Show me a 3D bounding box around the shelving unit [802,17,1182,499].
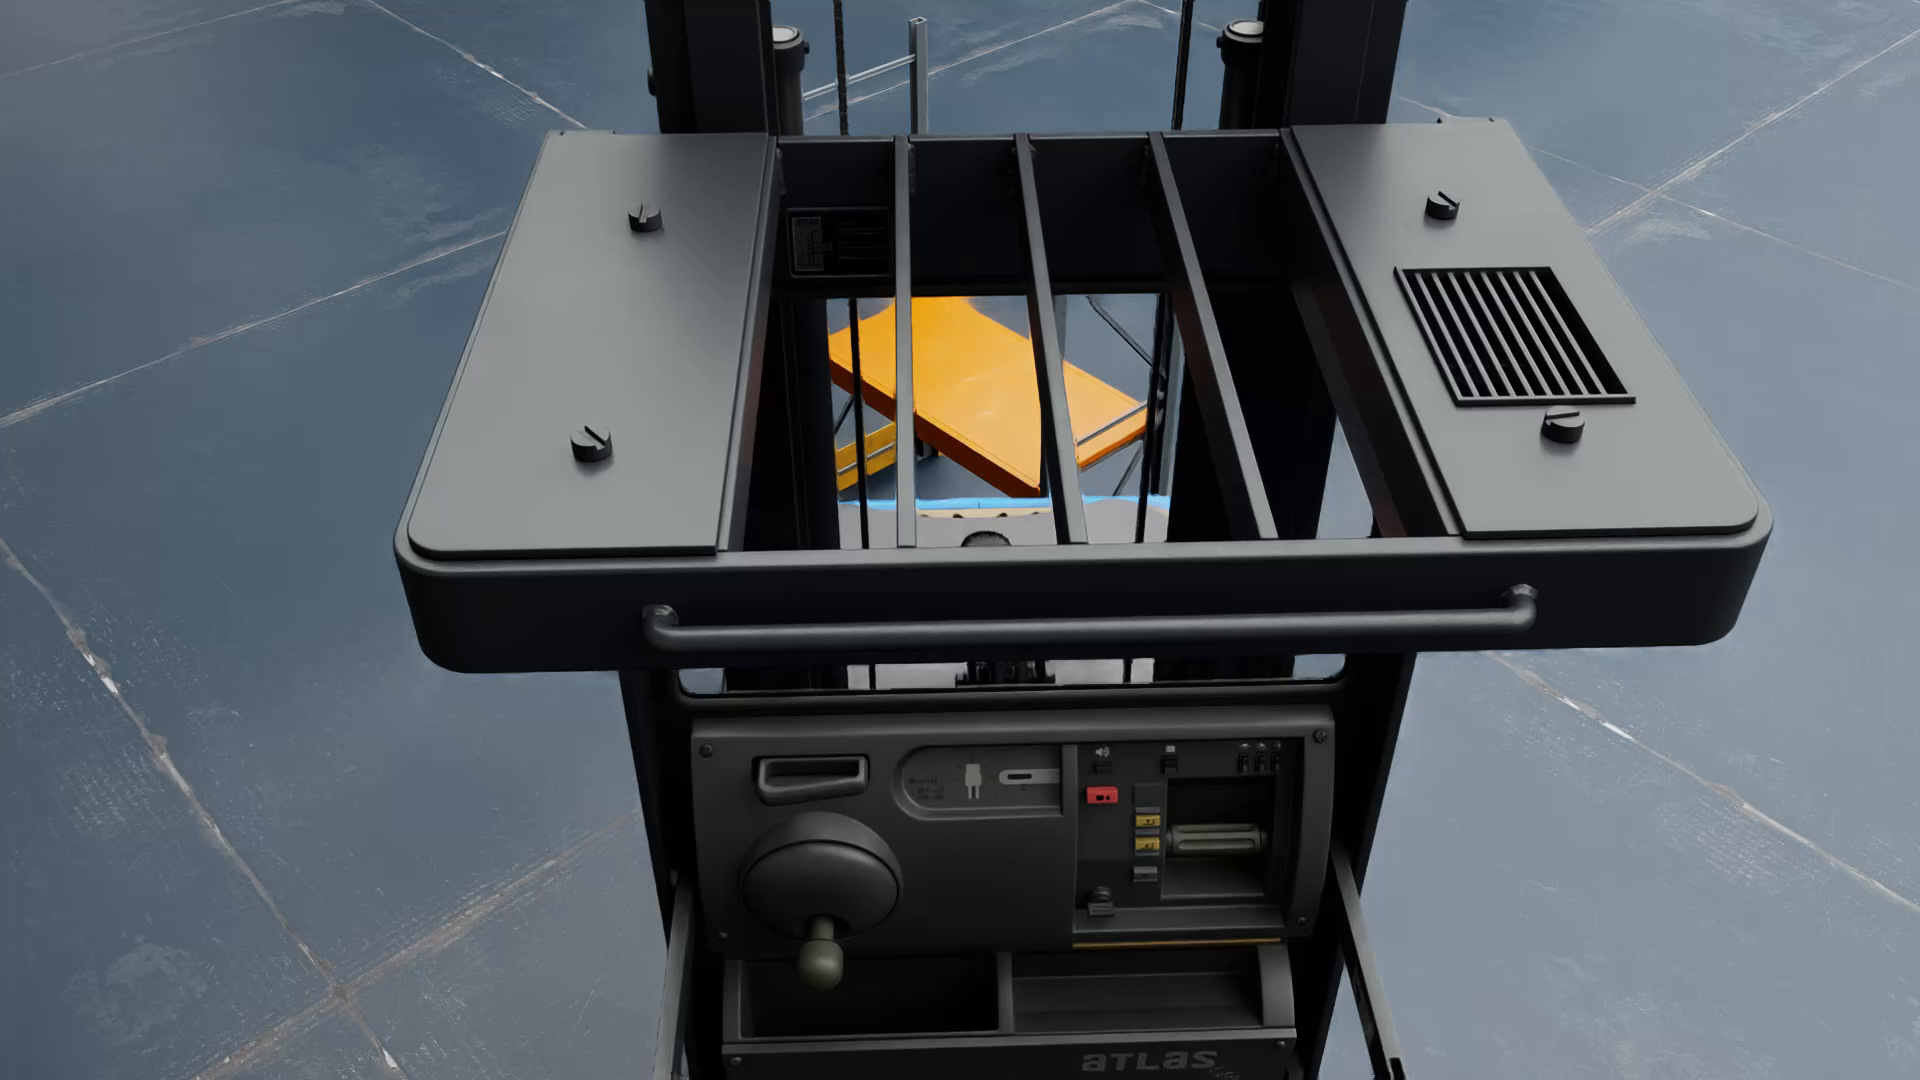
[{"bbox_3d":[0.052,-0.548,4.735,0.587,1.500,1.083,-30,48,-32],"label":"shelving unit"}]

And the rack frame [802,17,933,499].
[{"bbox_3d":[-0.286,-0.779,5.021,0.500,1.500,0.032,-30,48,-32],"label":"rack frame"}]

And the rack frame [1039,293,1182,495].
[{"bbox_3d":[0.402,-0.309,4.439,0.500,1.500,0.032,-30,48,-32],"label":"rack frame"}]

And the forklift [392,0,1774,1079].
[{"bbox_3d":[0.088,0.522,2.271,1.130,2.935,3.031,-1,39,-1],"label":"forklift"}]

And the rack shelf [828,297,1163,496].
[{"bbox_3d":[0.058,-0.404,4.843,0.538,0.185,1.000,-30,48,-32],"label":"rack shelf"}]

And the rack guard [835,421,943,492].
[{"bbox_3d":[-0.285,-0.292,5.413,0.587,0.250,0.087,-30,48,-32],"label":"rack guard"}]
